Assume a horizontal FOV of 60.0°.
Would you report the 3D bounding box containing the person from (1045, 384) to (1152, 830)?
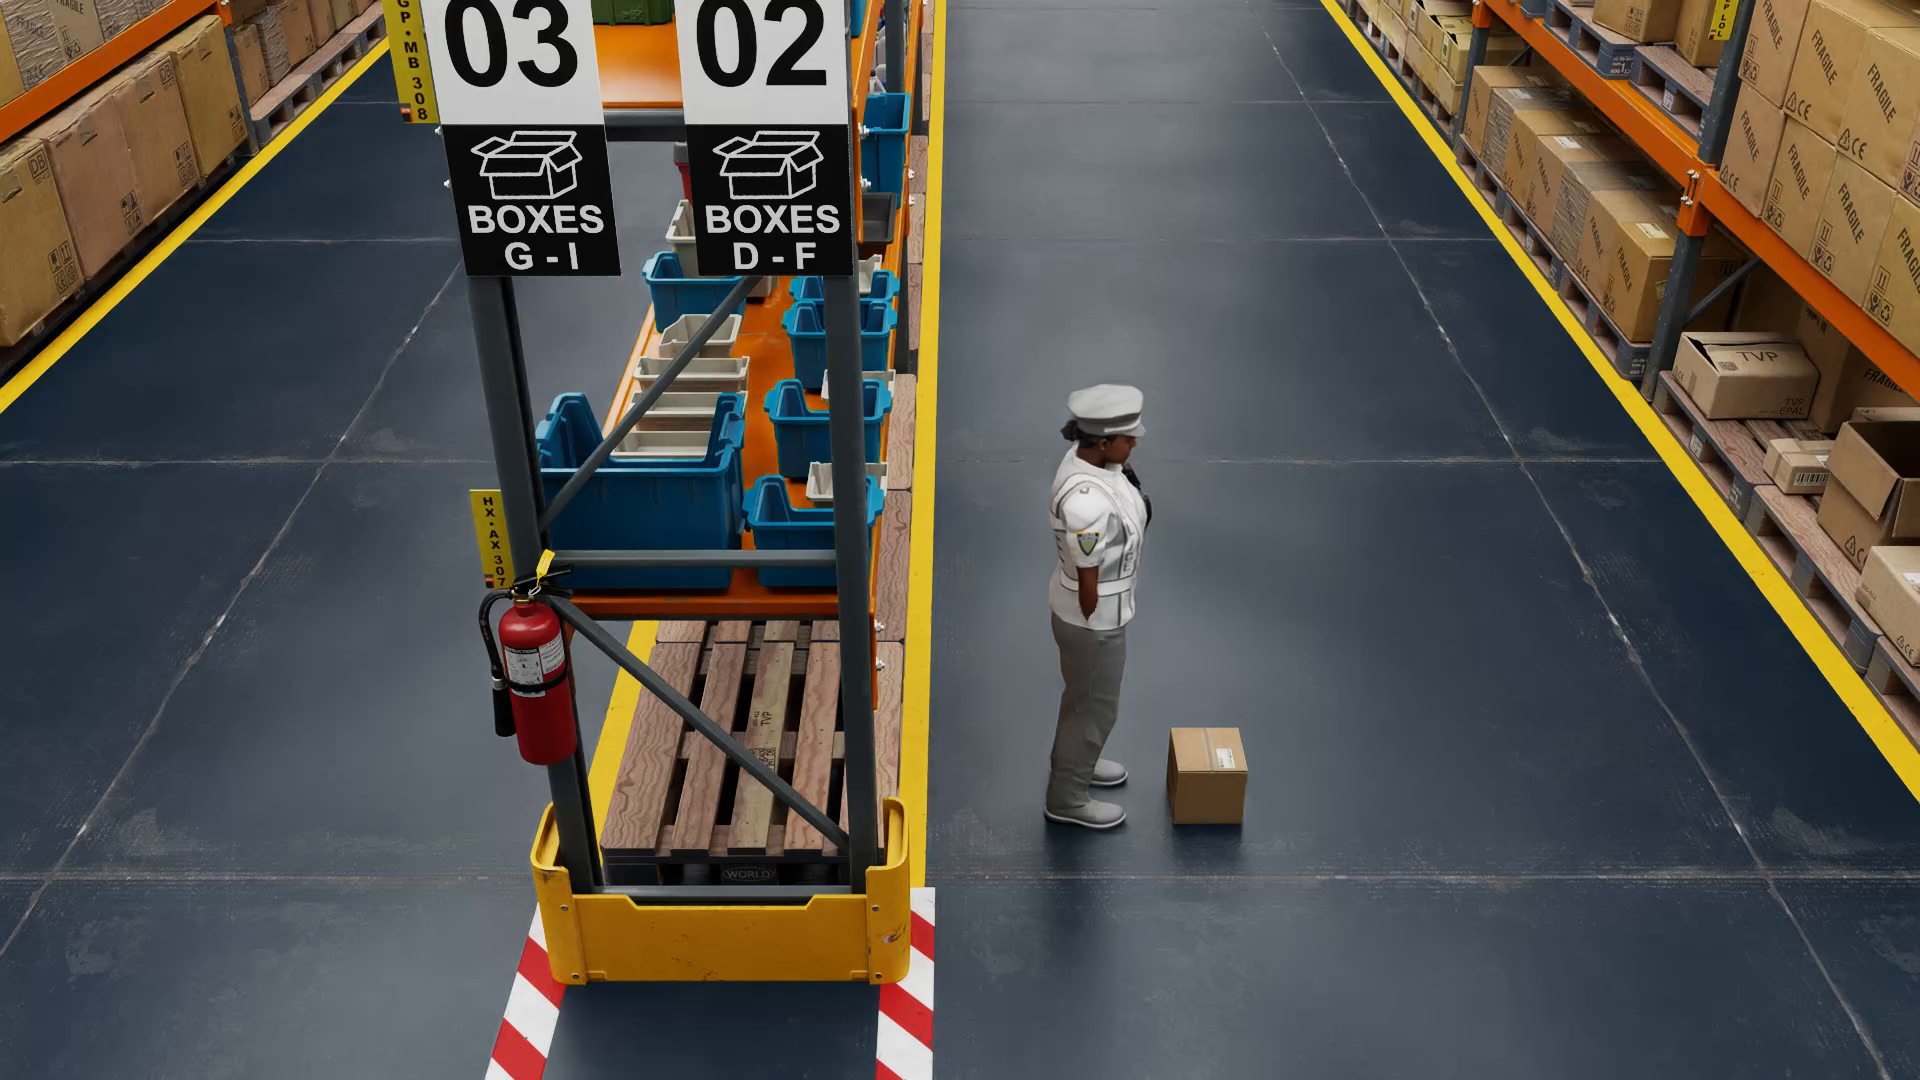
[{"bbox_3d":[0.472,0.237,5.770,0.341,1.658,0.438,4,32,6],"label":"person"}]
